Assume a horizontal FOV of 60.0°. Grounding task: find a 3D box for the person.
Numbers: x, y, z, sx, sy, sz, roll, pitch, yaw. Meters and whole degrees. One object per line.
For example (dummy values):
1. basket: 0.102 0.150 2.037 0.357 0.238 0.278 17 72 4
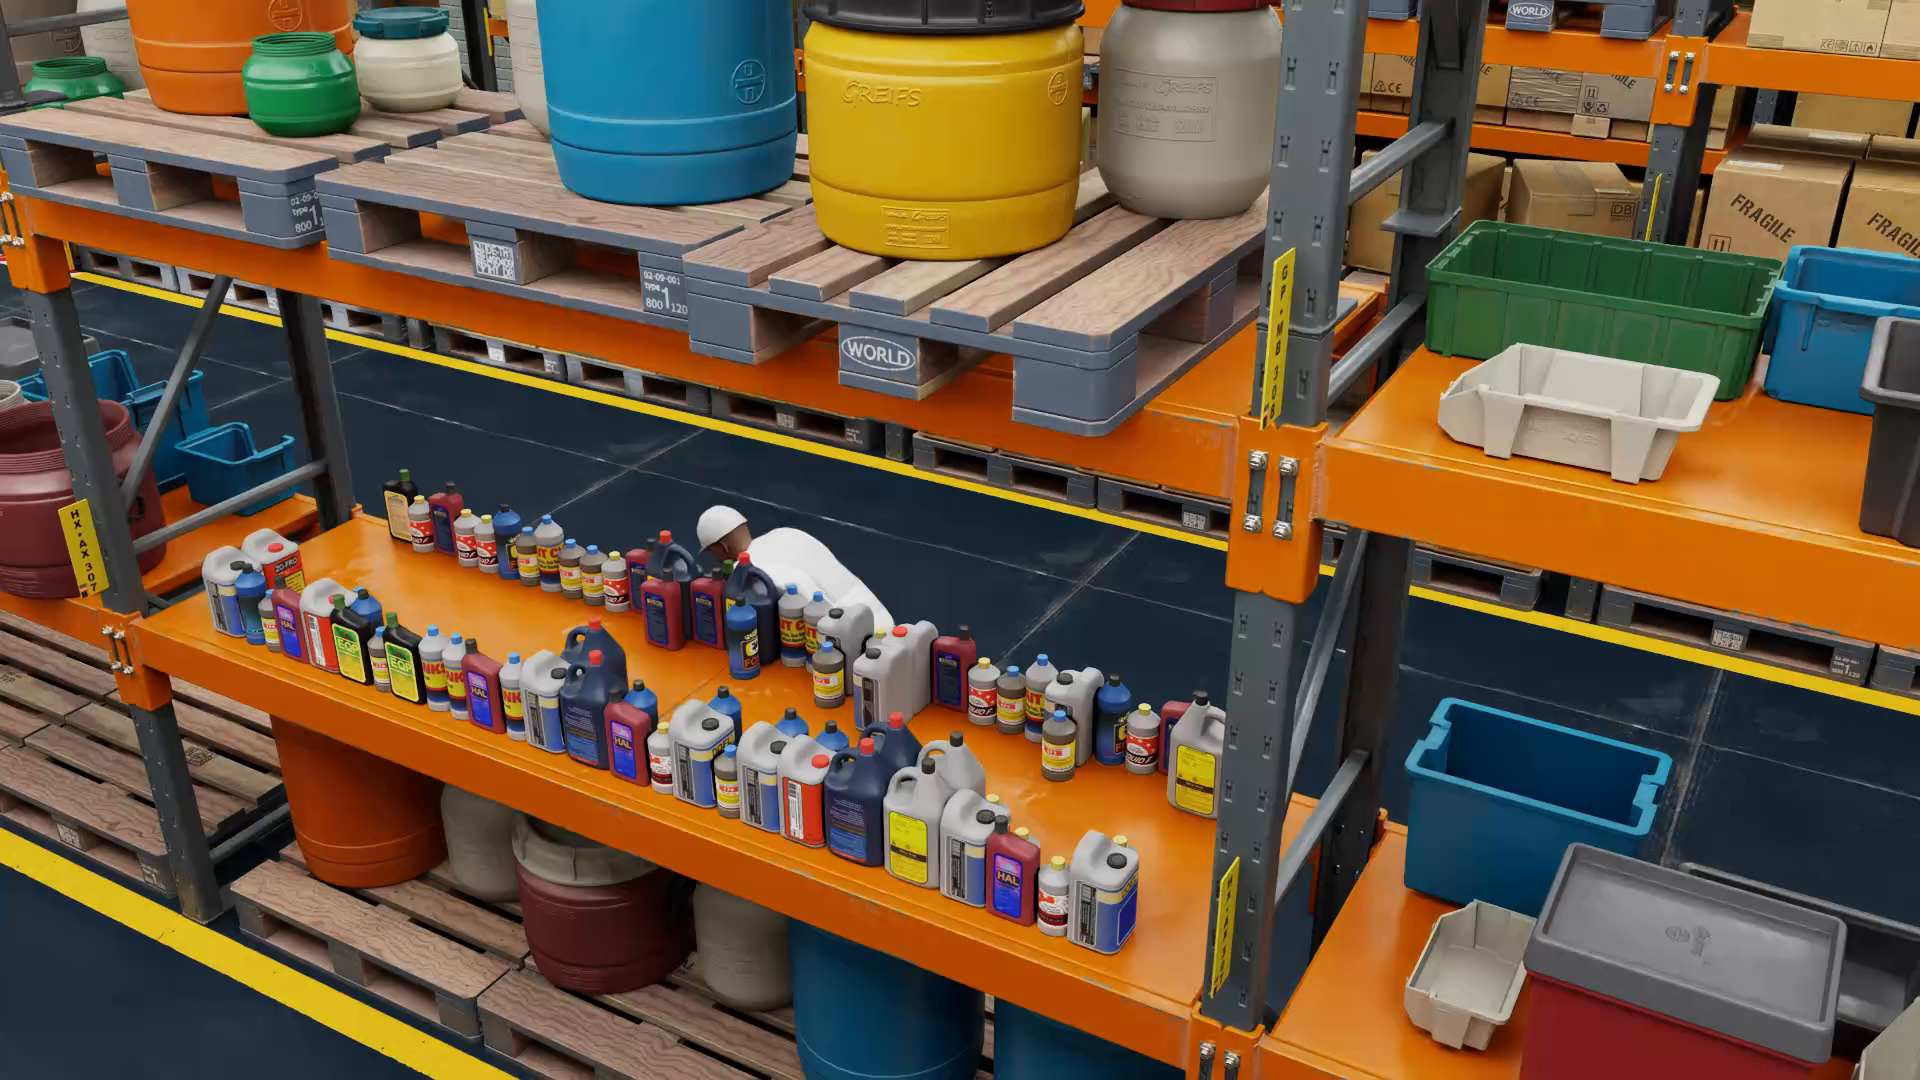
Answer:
1. person: -0.753 0.364 7.241 0.919 1.005 0.578 15 30 27
